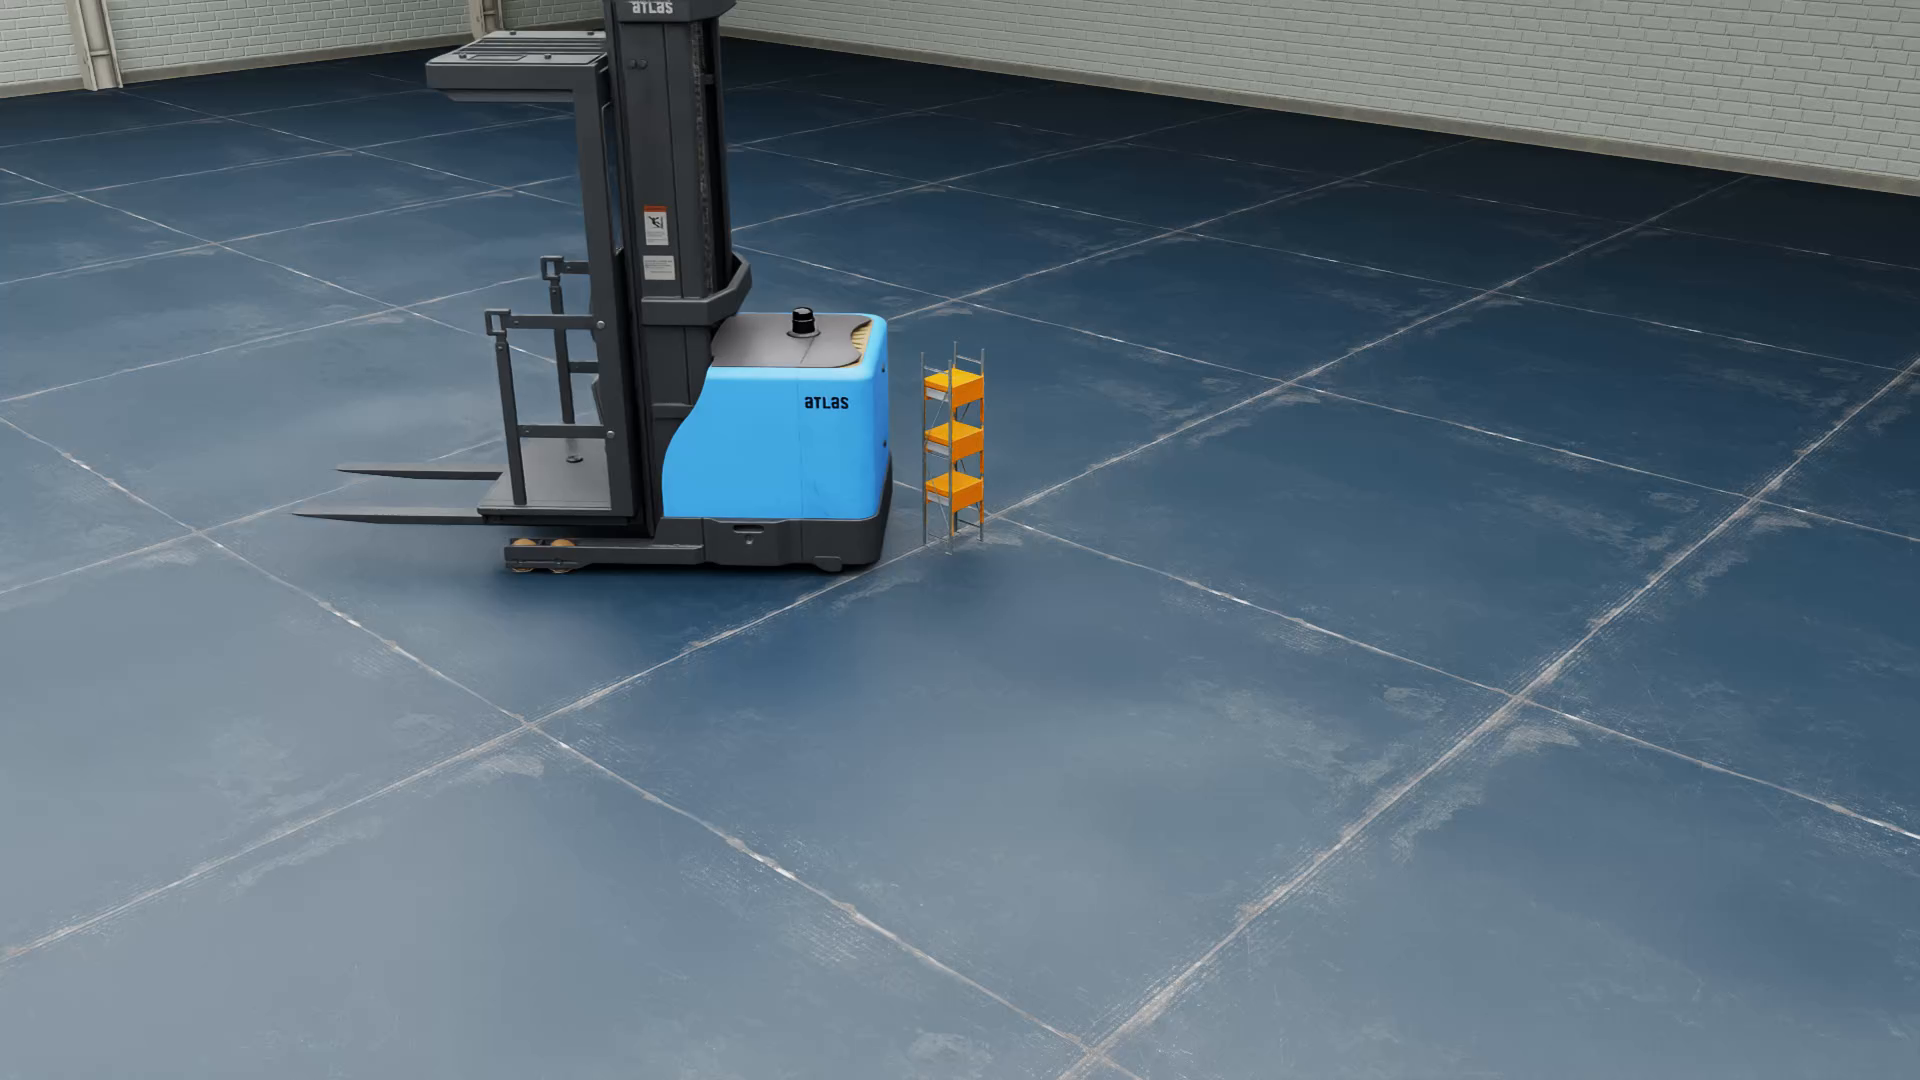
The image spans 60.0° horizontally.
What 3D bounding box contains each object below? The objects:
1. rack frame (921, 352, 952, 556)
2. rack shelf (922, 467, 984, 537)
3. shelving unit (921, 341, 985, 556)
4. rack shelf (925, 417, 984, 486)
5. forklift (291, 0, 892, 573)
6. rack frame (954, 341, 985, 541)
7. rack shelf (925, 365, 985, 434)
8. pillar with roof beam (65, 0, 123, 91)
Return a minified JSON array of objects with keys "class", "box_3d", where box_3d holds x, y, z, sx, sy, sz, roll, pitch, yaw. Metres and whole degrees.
[{"class":"rack frame","box_3d":[-0.117,-0.426,8.416,0.200,1.050,0.008,20,31,38]},{"class":"rack shelf","box_3d":[-0.036,-0.199,8.617,0.215,0.259,0.240,20,31,38]},{"class":"shelving unit","box_3d":[-0.036,-0.463,8.499,0.215,1.050,0.252,20,31,38]},{"class":"rack shelf","box_3d":[-0.036,-0.453,8.503,0.215,0.259,0.240,20,31,38]},{"class":"forklift","box_3d":[-1.902,-1.385,8.256,3.031,2.935,1.130,1,24,2]},{"class":"rack frame","box_3d":[0.046,-0.500,8.582,0.200,1.050,0.008,20,31,38]},{"class":"rack shelf","box_3d":[-0.036,-0.712,8.387,0.215,0.259,0.240,20,31,38]},{"class":"pillar with roof beam","box_3d":[-8.250,-8.981,17.781,9.100,9.000,0.400,20,31,38]}]
